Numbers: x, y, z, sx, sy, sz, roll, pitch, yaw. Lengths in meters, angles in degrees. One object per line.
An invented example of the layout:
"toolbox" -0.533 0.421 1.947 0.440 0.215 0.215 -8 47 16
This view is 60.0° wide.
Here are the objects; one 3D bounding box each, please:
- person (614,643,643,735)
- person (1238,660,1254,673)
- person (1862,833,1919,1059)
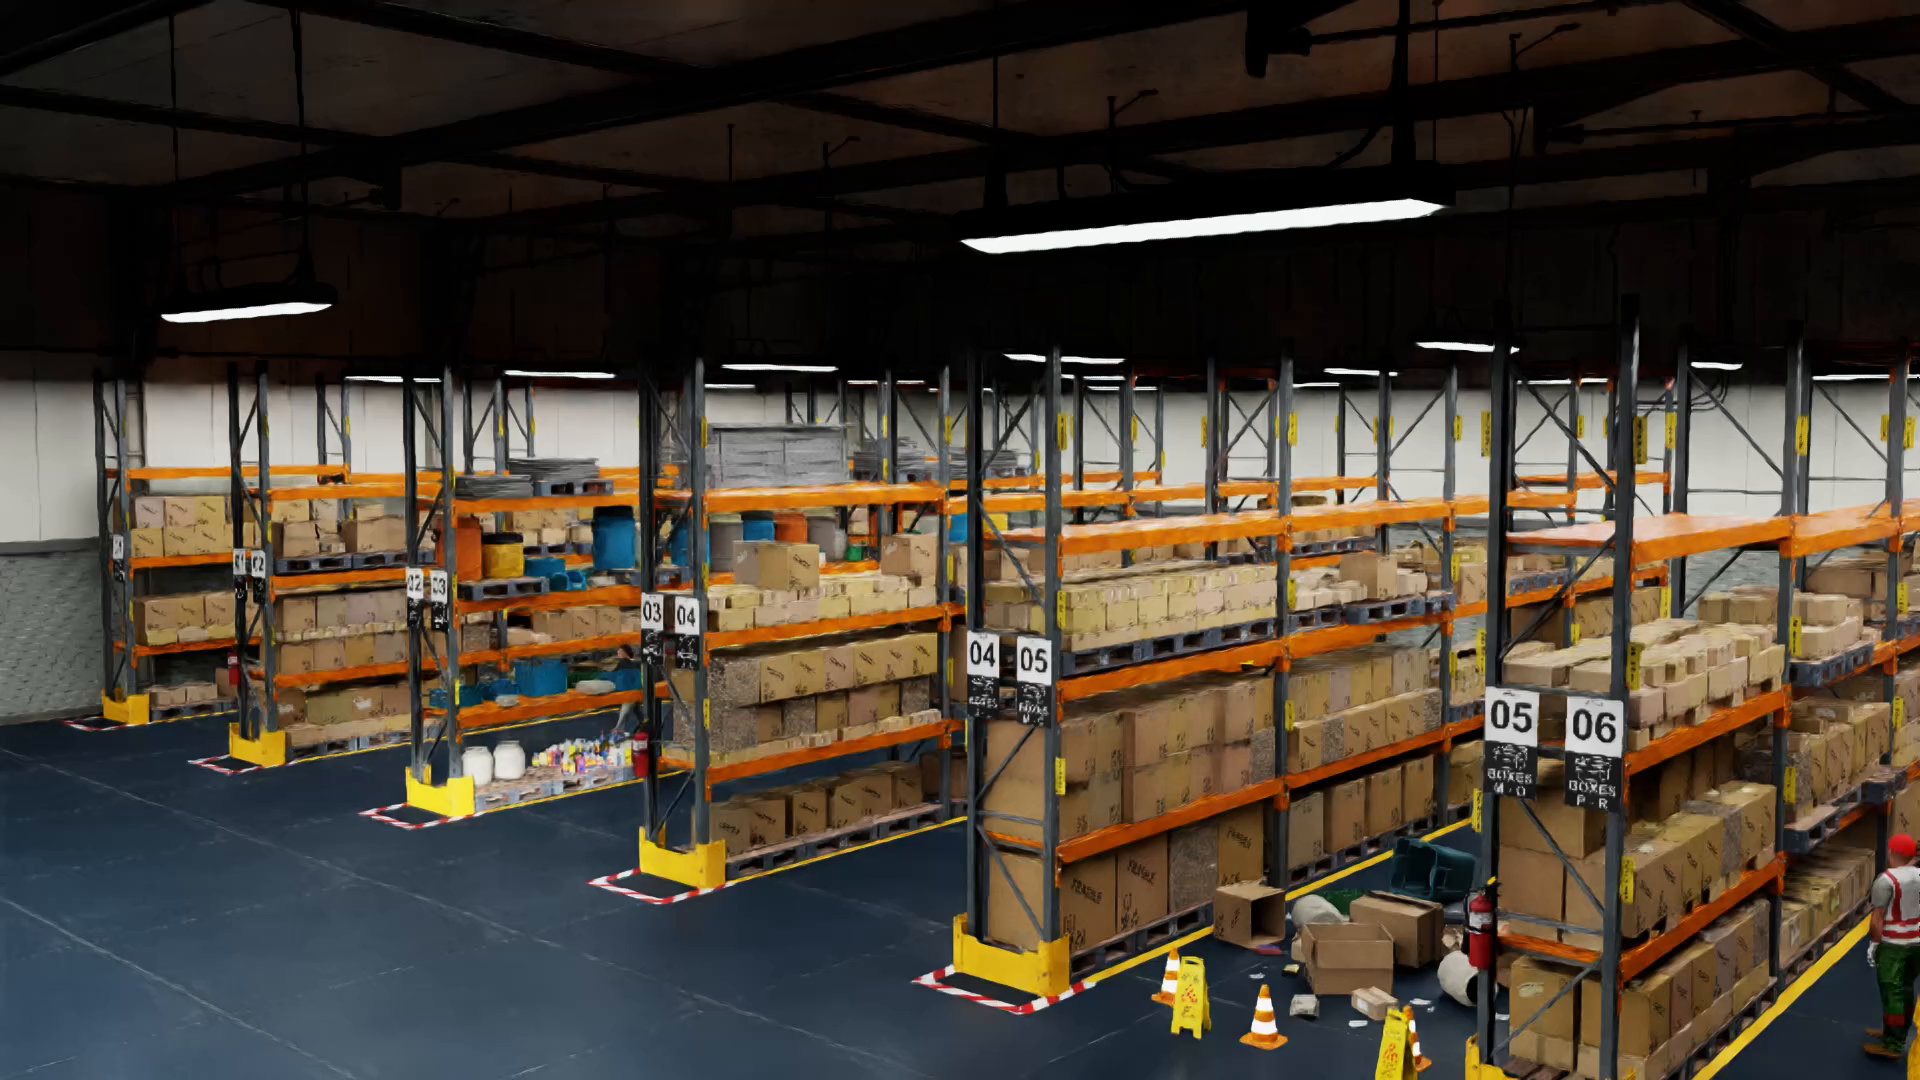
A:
"person" -5.264 2.419 26.322 0.446 1.588 1.110 4 6 43
"person" 4.251 2.512 24.448 0.572 1.689 1.128 3 5 39
"person" 7.579 3.260 13.538 0.608 1.787 0.489 -1 4 -18
